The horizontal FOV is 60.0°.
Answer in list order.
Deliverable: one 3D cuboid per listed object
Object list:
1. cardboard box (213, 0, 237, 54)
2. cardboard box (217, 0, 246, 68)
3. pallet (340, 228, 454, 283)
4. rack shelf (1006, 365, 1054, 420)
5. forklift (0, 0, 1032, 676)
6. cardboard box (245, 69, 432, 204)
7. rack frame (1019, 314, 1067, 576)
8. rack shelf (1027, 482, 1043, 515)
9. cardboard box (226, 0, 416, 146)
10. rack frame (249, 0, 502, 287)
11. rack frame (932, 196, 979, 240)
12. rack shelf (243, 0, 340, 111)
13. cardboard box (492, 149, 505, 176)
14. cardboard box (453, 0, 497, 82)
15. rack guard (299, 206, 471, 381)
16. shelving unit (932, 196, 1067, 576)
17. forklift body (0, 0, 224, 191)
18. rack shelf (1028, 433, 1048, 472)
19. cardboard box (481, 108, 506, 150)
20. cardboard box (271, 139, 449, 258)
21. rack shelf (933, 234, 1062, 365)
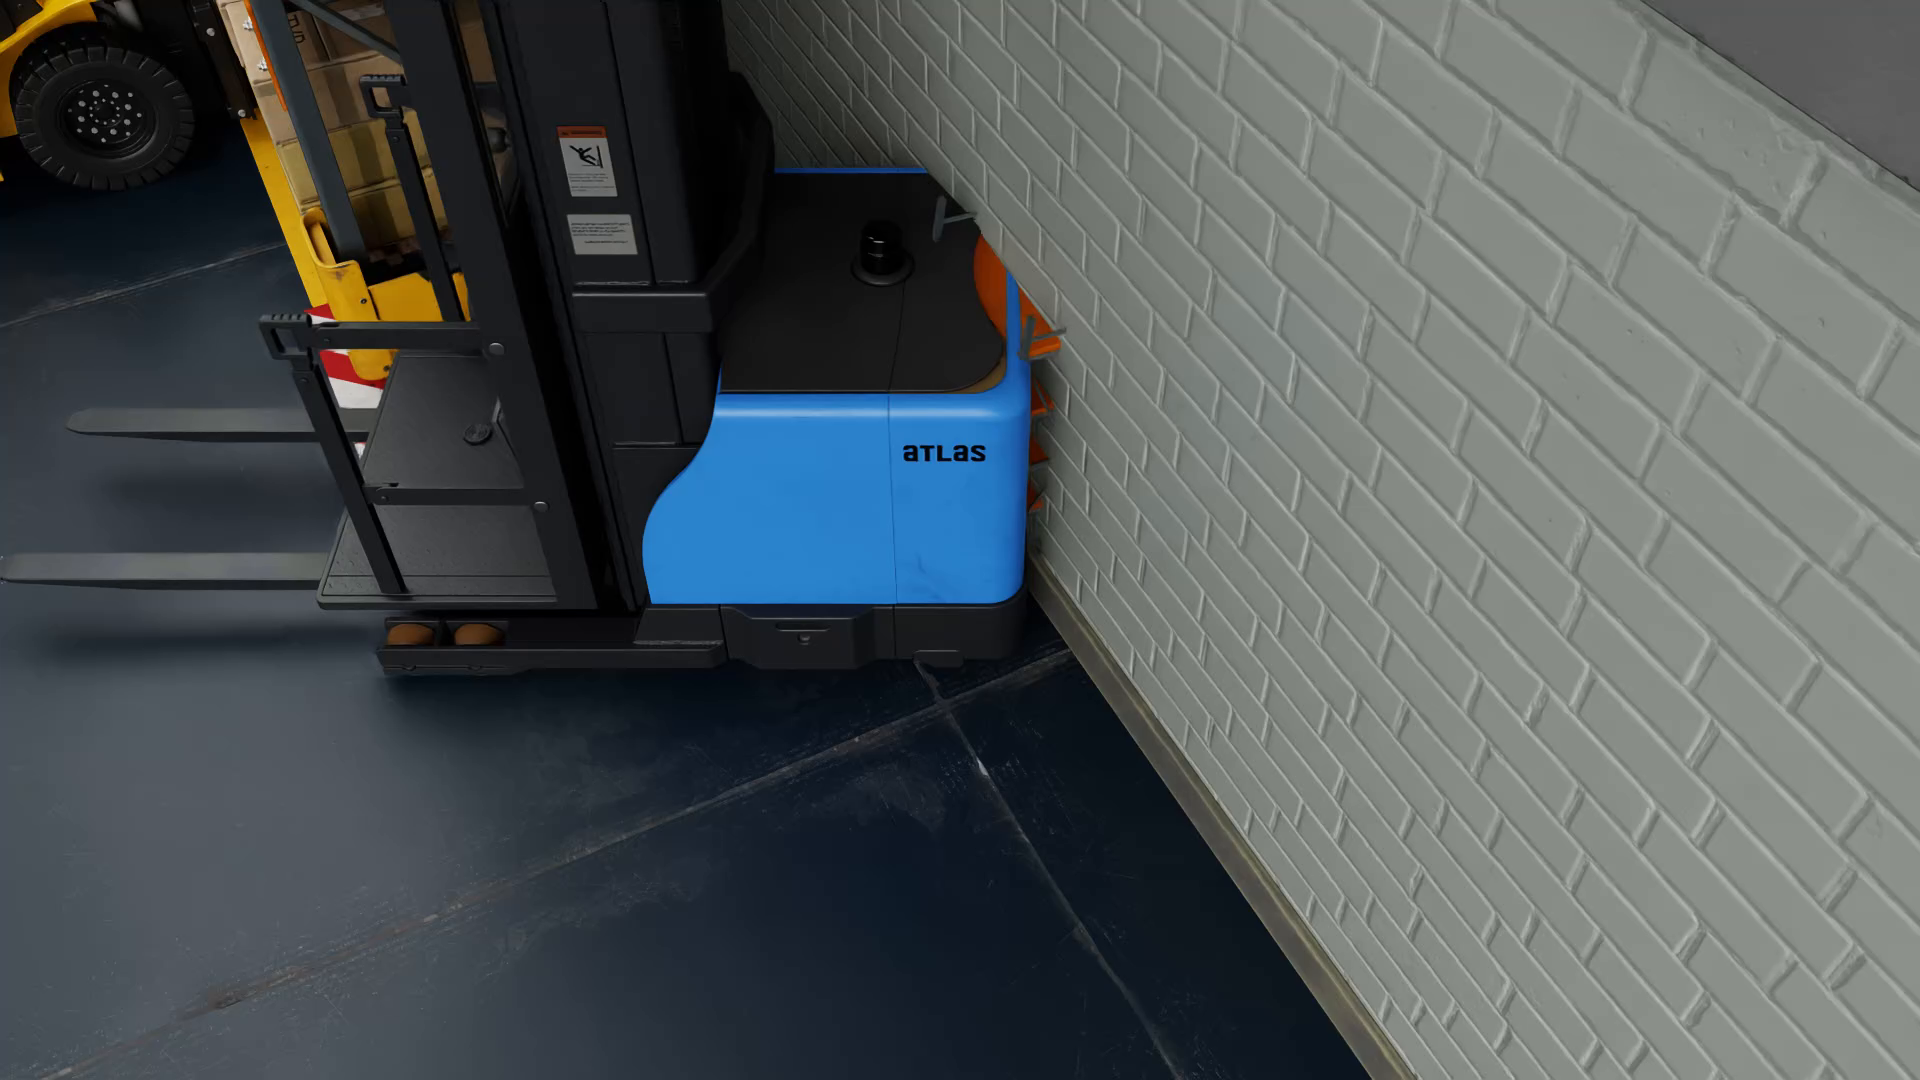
[{"bbox_3d":[-2.604,-2.145,6.349,0.500,0.250,0.500,-22,52,-18],"label":"cardboard box"},{"bbox_3d":[-2.355,-1.954,5.850,0.500,0.250,0.500,-20,52,-17],"label":"cardboard box"},{"bbox_3d":[-2.015,-1.431,6.361,1.003,0.211,1.213,-21,52,-18],"label":"pallet"},{"bbox_3d":[0.107,-0.478,4.644,0.258,0.148,0.480,-18,55,-23],"label":"rack shelf"},{"bbox_3d":[-1.321,-0.966,4.147,3.031,2.935,1.130,0,49,0],"label":"forklift"},{"bbox_3d":[-2.129,-1.467,5.756,0.500,0.250,0.500,-22,52,-18],"label":"cardboard box"},{"bbox_3d":[0.200,-0.203,4.635,0.240,1.200,0.015,-18,55,-23],"label":"rack frame"},{"bbox_3d":[0.054,-0.208,4.965,0.258,0.148,0.480,-18,55,-23],"label":"rack shelf"},{"bbox_3d":[-2.116,-1.614,5.553,0.500,0.250,0.500,-20,52,-16],"label":"cardboard box"},{"bbox_3d":[-1.628,-1.852,4.877,1.000,3.000,0.127,-21,52,-18],"label":"rack frame"},{"bbox_3d":[-0.025,-0.552,4.891,0.240,1.200,0.015,-18,55,-23],"label":"rack frame"},{"bbox_3d":[-2.543,-2.953,6.318,1.077,0.370,4.000,-21,52,-18],"label":"rack shelf"},{"bbox_3d":[-1.679,-1.481,6.100,0.500,0.250,0.500,-21,52,-17],"label":"cardboard box"},{"bbox_3d":[-1.680,-1.801,5.716,0.500,0.250,0.500,-22,52,-18],"label":"cardboard box"},{"bbox_3d":[-1.617,-1.013,5.803,1.175,0.500,0.348,-21,52,-18],"label":"rack guard"},{"bbox_3d":[0.087,-0.378,4.763,0.258,1.200,0.503,-18,55,-23],"label":"shelving unit"},{"bbox_3d":[-4.118,-2.213,5.757,2.313,2.155,1.214,-21,52,-18],"label":"forklift body"},{"bbox_3d":[0.079,-0.335,4.814,0.258,0.148,0.480,-18,55,-23],"label":"rack shelf"},{"bbox_3d":[-1.658,-1.635,5.903,0.500,0.250,0.500,-20,52,-17],"label":"cardboard box"},{"bbox_3d":[-2.124,-1.290,5.933,0.500,0.250,0.500,-21,52,-17],"label":"cardboard box"},{"bbox_3d":[0.136,-0.628,4.464,0.258,0.148,0.480,-18,55,-23],"label":"rack shelf"}]
